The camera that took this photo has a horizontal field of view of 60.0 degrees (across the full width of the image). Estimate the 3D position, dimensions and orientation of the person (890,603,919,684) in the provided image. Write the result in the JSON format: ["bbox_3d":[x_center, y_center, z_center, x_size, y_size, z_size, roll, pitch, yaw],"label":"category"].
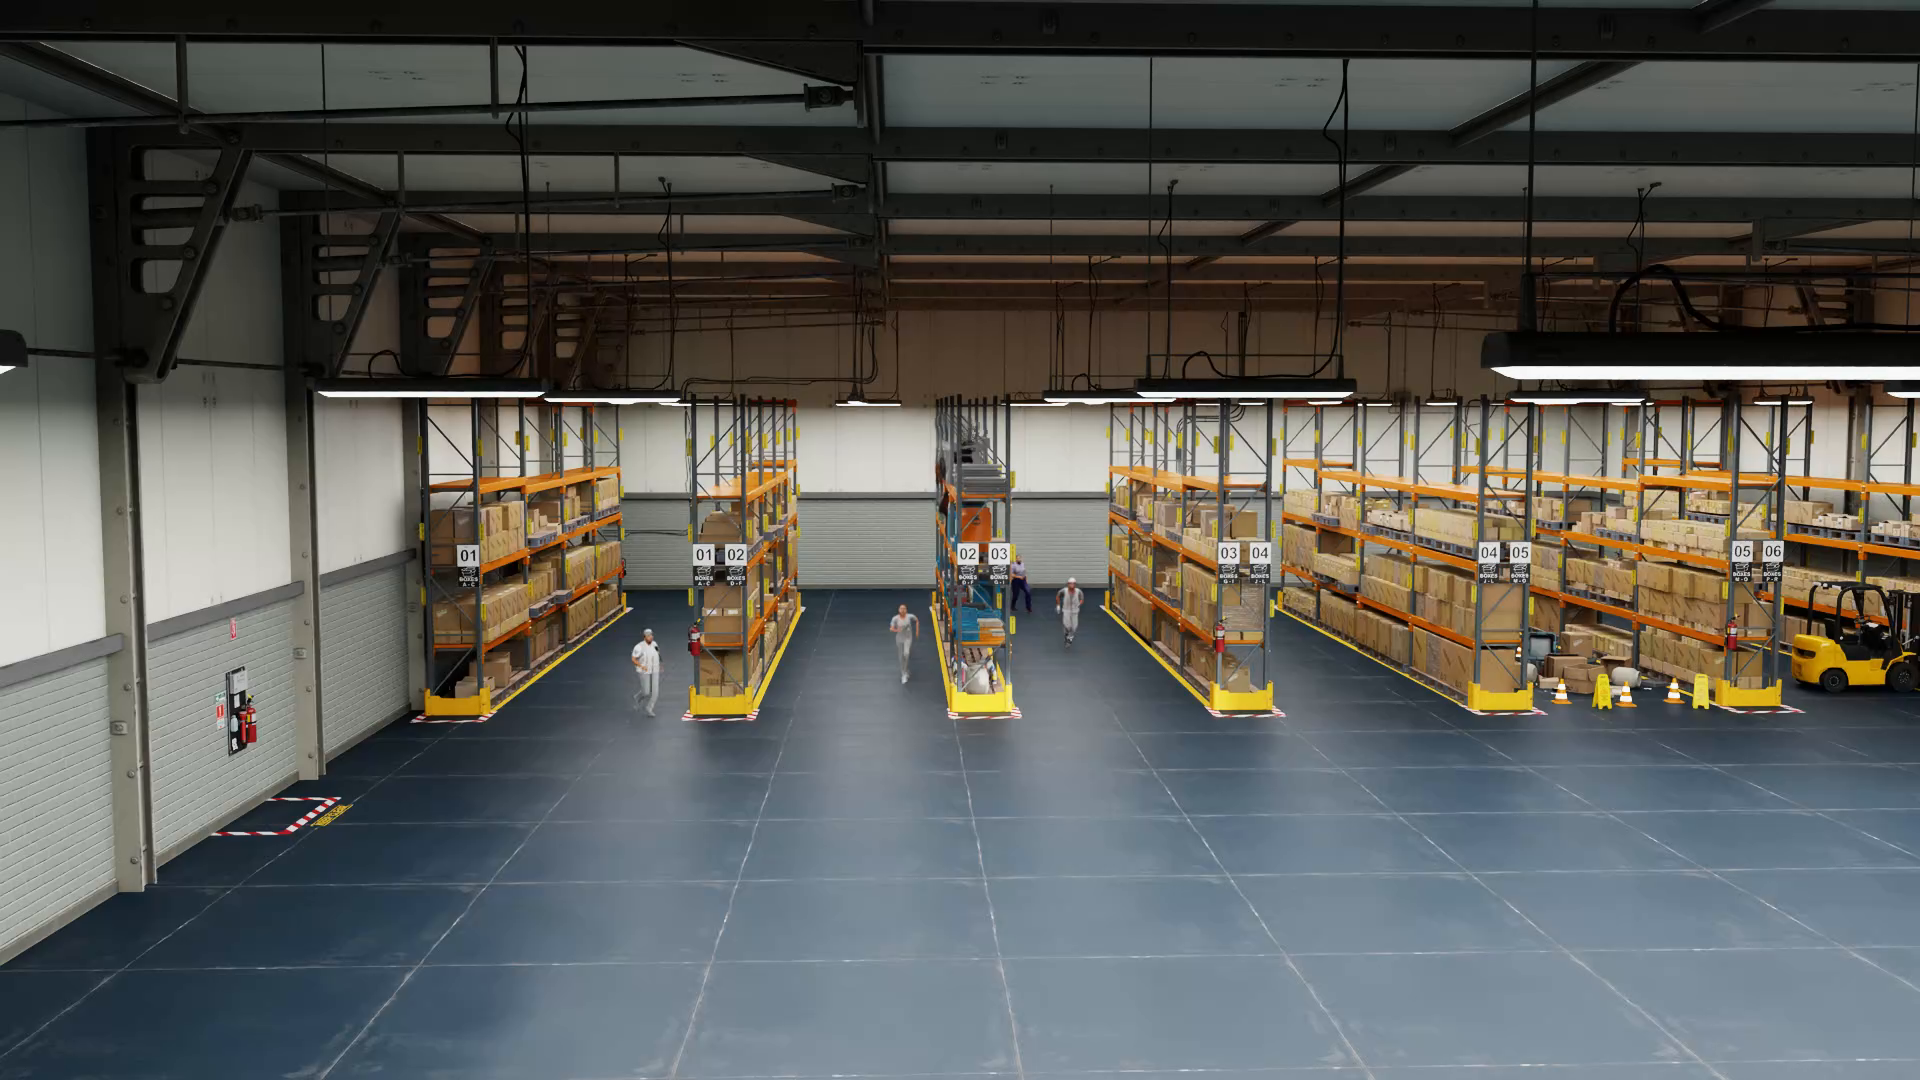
[{"bbox_3d":[-1.165,2.144,34.922,0.587,1.678,0.815,0,4,1],"label":"person"}]

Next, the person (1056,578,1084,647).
[{"bbox_3d":[2.639,1.734,39.549,0.621,1.701,0.720,-1,5,-8],"label":"person"}]

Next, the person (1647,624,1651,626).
[{"bbox_3d":[16.612,1.788,39.599,0.579,1.631,0.992,0,4,-2],"label":"person"}]

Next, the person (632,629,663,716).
[{"bbox_3d":[-5.846,2.467,31.098,0.595,1.622,0.561,-4,6,-39],"label":"person"}]

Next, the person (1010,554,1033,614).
[{"bbox_3d":[1.659,1.253,46.737,0.608,1.662,0.777,-2,5,-28],"label":"person"}]
